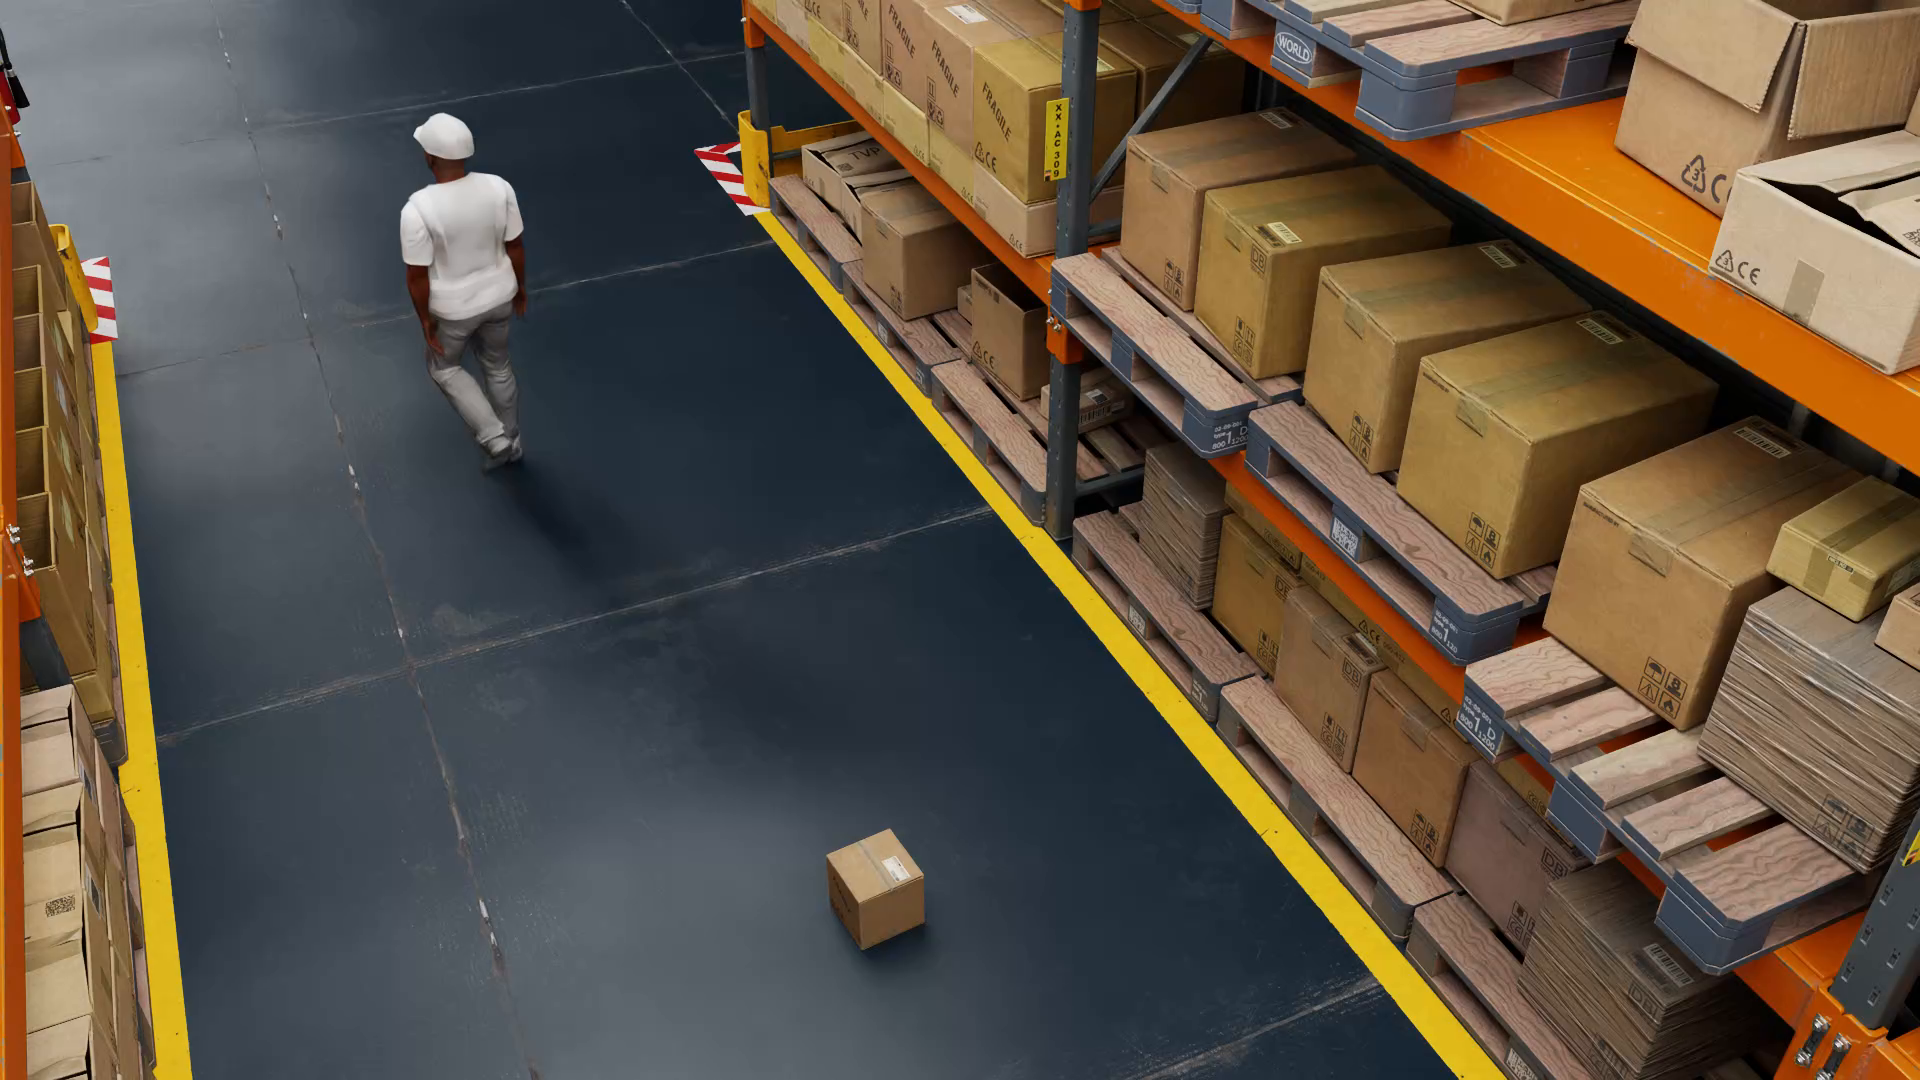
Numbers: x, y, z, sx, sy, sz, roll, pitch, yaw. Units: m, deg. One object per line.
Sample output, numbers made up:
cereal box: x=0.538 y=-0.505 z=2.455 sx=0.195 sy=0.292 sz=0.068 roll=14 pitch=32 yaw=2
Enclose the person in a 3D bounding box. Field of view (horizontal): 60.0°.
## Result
person: x=-2.209 y=-1.082 z=7.526 sx=0.567 sy=1.758 sz=0.531 roll=-26 pitch=44 yaw=-31
